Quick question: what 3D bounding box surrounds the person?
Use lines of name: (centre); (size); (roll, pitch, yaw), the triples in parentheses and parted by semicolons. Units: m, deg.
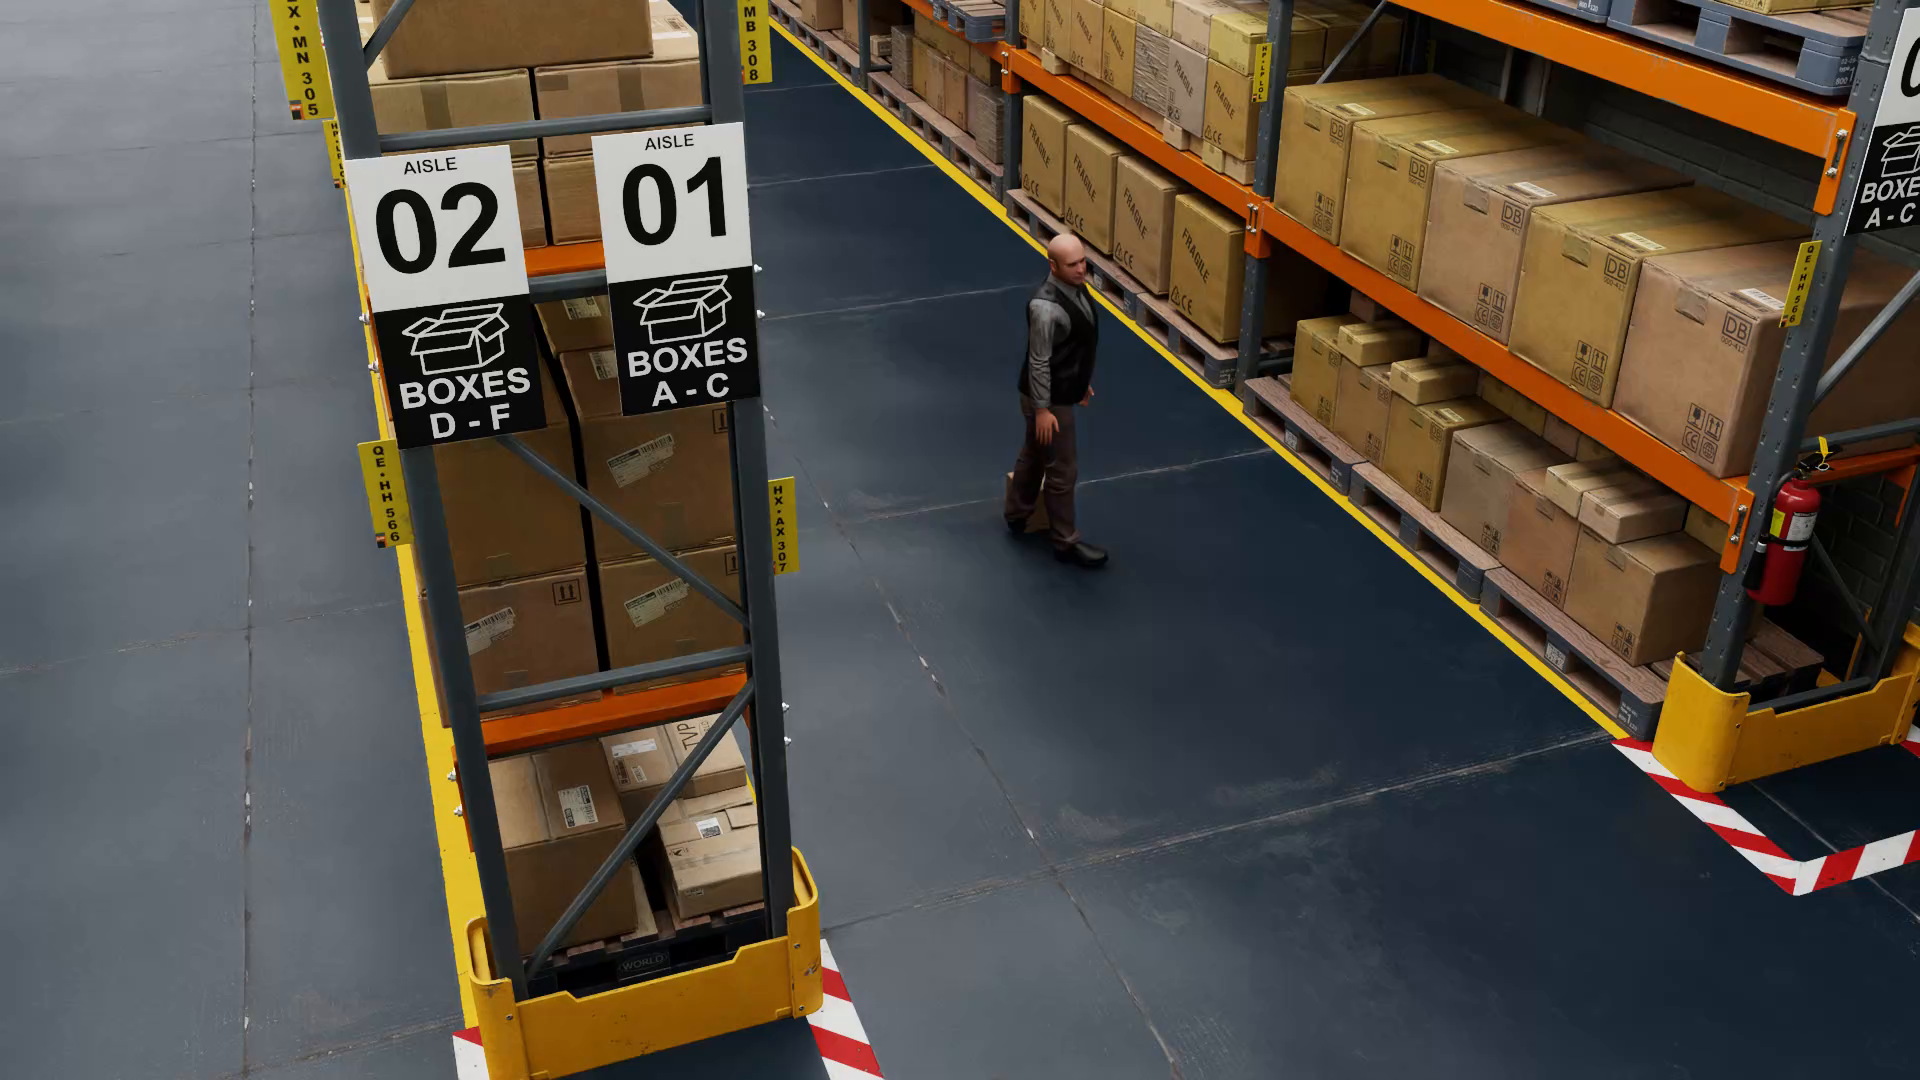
person: (0.513, -0.682, 8.421); (0.609, 1.627, 0.585); (7, 30, 12)
